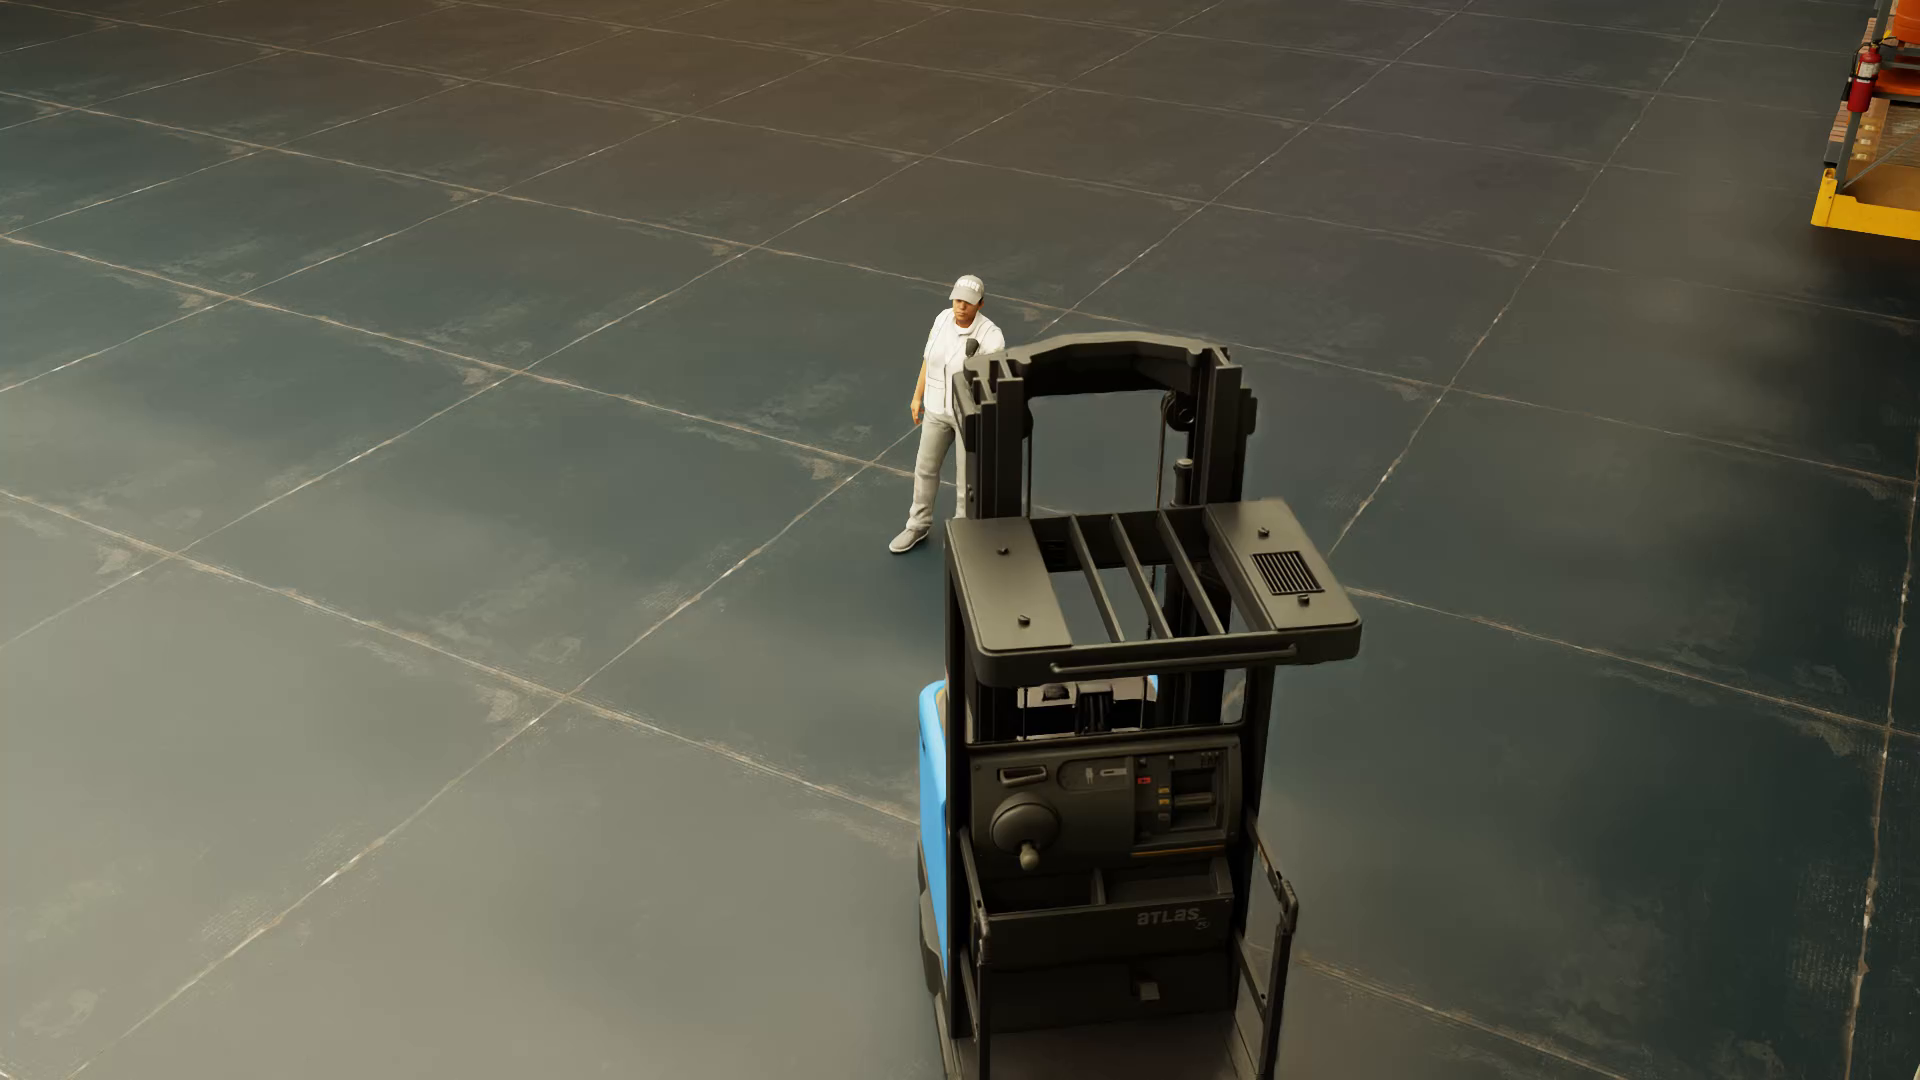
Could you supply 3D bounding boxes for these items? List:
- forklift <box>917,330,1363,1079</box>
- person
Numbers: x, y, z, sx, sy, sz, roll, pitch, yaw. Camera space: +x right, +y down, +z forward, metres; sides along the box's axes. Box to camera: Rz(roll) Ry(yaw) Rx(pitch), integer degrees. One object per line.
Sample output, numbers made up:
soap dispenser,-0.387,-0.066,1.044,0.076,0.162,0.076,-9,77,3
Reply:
forklift,0.530,0.937,5.447,1.130,2.935,3.031,-4,30,-7
person,-0.057,-0.700,9.534,0.598,1.670,0.529,15,33,25
